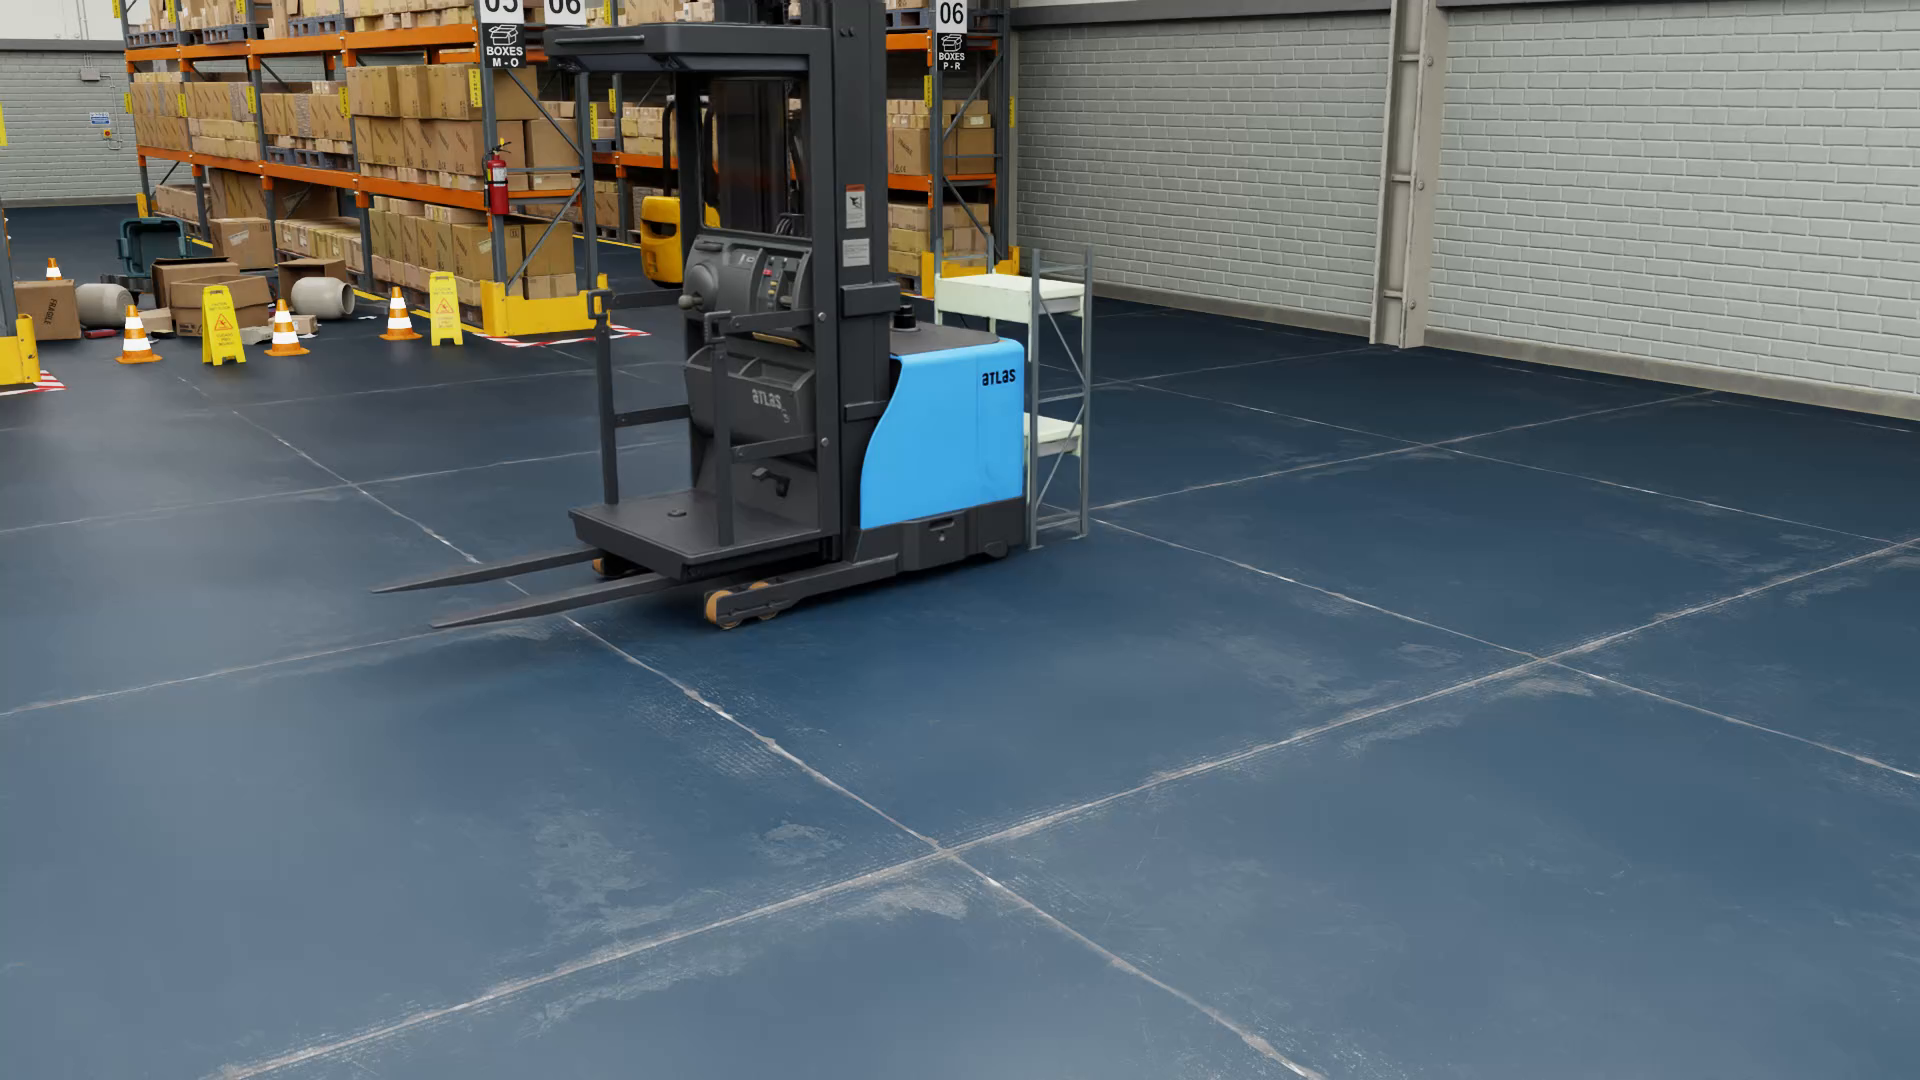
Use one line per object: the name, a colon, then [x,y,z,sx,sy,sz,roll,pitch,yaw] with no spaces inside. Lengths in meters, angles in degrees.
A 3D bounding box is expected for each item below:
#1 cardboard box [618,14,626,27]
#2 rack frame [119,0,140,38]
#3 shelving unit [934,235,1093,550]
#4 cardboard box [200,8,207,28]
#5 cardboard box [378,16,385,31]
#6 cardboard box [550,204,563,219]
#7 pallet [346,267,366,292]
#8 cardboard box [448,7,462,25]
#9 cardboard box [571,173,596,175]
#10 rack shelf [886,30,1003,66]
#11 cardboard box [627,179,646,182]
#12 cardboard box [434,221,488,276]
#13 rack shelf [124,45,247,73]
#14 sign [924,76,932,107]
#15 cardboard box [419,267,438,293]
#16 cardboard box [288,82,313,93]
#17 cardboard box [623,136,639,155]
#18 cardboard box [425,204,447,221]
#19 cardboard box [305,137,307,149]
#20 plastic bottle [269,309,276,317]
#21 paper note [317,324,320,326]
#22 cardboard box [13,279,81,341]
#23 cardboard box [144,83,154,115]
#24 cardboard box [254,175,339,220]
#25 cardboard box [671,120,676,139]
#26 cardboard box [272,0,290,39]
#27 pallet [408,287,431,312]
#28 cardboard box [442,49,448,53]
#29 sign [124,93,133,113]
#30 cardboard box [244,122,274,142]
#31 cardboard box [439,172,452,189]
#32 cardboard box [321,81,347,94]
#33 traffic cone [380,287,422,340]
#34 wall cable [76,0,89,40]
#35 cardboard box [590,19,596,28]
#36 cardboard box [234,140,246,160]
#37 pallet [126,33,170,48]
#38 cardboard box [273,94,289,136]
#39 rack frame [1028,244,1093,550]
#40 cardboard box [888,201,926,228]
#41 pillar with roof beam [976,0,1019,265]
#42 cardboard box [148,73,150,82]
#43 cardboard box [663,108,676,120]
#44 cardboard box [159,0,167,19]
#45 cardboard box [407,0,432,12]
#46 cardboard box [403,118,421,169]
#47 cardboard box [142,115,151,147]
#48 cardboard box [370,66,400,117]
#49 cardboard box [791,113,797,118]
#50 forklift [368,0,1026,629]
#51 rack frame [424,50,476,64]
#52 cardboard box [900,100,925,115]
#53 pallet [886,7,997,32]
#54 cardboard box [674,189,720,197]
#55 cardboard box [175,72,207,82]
cardboard box: [-4.634,-7.384,23.649,0.380,0.166,0.250,-11,19,-35]
rack frame: [-13.310,-9.752,27.159,1.000,3.000,0.127,-11,19,-35]
shelving unit: [0.262,-0.781,8.589,0.431,1.500,0.755,-13,20,-39]
cardboard box: [-10.167,-7.144,22.772,0.396,0.266,0.258,-9,18,-30]
cardboard box: [-5.811,-5.357,17.259,0.380,0.149,0.250,-10,18,-33]
cardboard box: [-6.232,-5.414,26.616,0.500,0.500,0.500,-12,19,-36]
pallet: [-6.714,-3.117,19.563,1.003,0.211,1.213,-11,19,-35]
cardboard box: [-4.512,-4.848,15.400,0.380,0.149,0.250,-11,19,-34]
cardboard box: [-6.187,-5.945,27.326,0.380,0.149,0.250,-11,19,-34]
rack shelf: [-1.066,-5.740,19.545,1.077,0.370,4.000,-11,19,-35]
cardboard box: [-4.994,-5.492,25.671,0.380,0.149,0.250,-11,19,-34]
cardboard box: [-4.894,-2.921,16.559,0.500,0.500,0.500,-10,18,-33]
rack shelf: [-12.134,-7.531,26.090,1.077,0.370,4.000,-11,19,-35]
sign: [-0.337,-4.804,17.805,0.100,0.325,0.005,-11,19,-35]
cardboard box: [-5.206,-2.671,17.067,0.500,0.250,0.500,-12,19,-37]
cardboard box: [-8.699,-5.824,22.088,0.500,0.500,0.500,-12,19,-36]
cardboard box: [-4.530,-5.716,24.062,0.500,0.250,0.500,-11,19,-34]
cardboard box: [-5.154,-3.302,16.721,0.380,0.149,0.250,-10,18,-32]
cardboard box: [-7.756,-4.846,20.281,0.380,0.149,0.250,-10,18,-32]
plastic bottle: [-7.013,-2.312,16.906,0.133,0.061,0.283,-7,17,-25]
paper note: [-6.261,-2.102,16.236,0.032,0.001,0.123,-11,19,-35]
cardboard box: [-8.456,-2.129,15.403,0.500,0.500,0.500,-7,17,-25]
cardboard box: [-12.640,-7.024,26.473,0.500,0.500,0.500,-11,19,-35]
cardboard box: [-8.945,-4.488,22.520,0.875,0.875,0.875,-11,19,-35]
cardboard box: [-3.623,-5.630,22.802,0.500,0.250,0.500,-11,19,-34]
cardboard box: [-8.057,-6.441,20.555,0.700,0.500,0.500,-11,19,-35]
pallet: [-5.110,-2.552,17.500,1.003,0.211,1.213,-11,19,-35]
cardboard box: [-8.922,-8.672,29.373,0.380,0.149,0.250,-10,18,-33]
sign: [-13.763,-7.229,27.516,0.100,0.325,0.005,-11,19,-35]
cardboard box: [-9.097,-5.383,21.897,0.500,0.250,0.500,-11,19,-35]
cardboard box: [-4.844,-3.512,16.202,0.380,0.149,0.250,-10,18,-34]
cardboard box: [-7.124,-5.211,19.158,0.380,0.149,0.250,-12,19,-36]
traffic cone: [-5.199,-2.109,15.407,0.336,0.463,0.334,-11,19,-35]
wall cable: [-16.883,-10.923,31.437,0.463,3.000,0.029,-11,19,-35]
cardboard box: [-5.267,-7.645,24.671,0.380,0.149,0.250,-10,18,-33]
cardboard box: [-9.427,-5.252,22.366,0.500,0.250,0.500,-10,18,-34]
pallet: [-12.866,-8.105,26.994,1.003,0.211,1.213,-11,19,-35]
cardboard box: [-8.217,-5.302,20.717,0.500,0.500,0.500,-10,18,-32]
rack frame: [0.503,-0.708,8.323,0.400,1.500,0.023,-13,20,-39]
cardboard box: [-0.718,-3.729,19.039,0.500,0.250,0.500,-10,18,-34]
pillar with roof beam: [-3.052,-6.727,16.107,9.100,9.000,0.400,-11,19,-35]
cardboard box: [-12.687,-7.363,26.484,0.380,0.149,0.250,-11,19,-34]
cardboard box: [-3.877,-5.894,23.012,0.380,0.149,0.250,-10,18,-33]
cardboard box: [-11.777,-8.034,25.386,0.797,0.503,0.637,-9,18,-30]
cardboard box: [-5.025,-5.244,16.094,0.500,0.250,0.500,-10,18,-33]
cardboard box: [-5.309,-4.032,16.874,0.500,0.500,0.500,-11,19,-34]
cardboard box: [-12.940,-6.655,27.022,0.500,0.500,0.500,-11,19,-35]
cardboard box: [-5.615,-4.618,17.120,0.700,0.500,0.500,-11,19,-36]
cardboard box: [-1.853,-5.148,20.287,0.380,0.149,0.250,-10,18,-33]
forklift: [-1.121,-1.186,7.357,3.031,2.935,1.130,-13,20,-39]
rack frame: [-9.297,-7.629,30.769,1.000,3.000,0.127,-11,19,-35]
cardboard box: [-0.441,-4.809,18.482,0.380,0.149,0.250,-11,19,-34]
pallet: [-0.285,-5.772,18.468,1.003,0.211,1.213,-11,19,-35]
cardboard box: [-3.451,-4.561,23.261,0.875,0.625,0.625,-12,19,-37]
cardboard box: [-11.397,-6.864,24.659,0.380,0.149,0.250,-11,19,-36]
